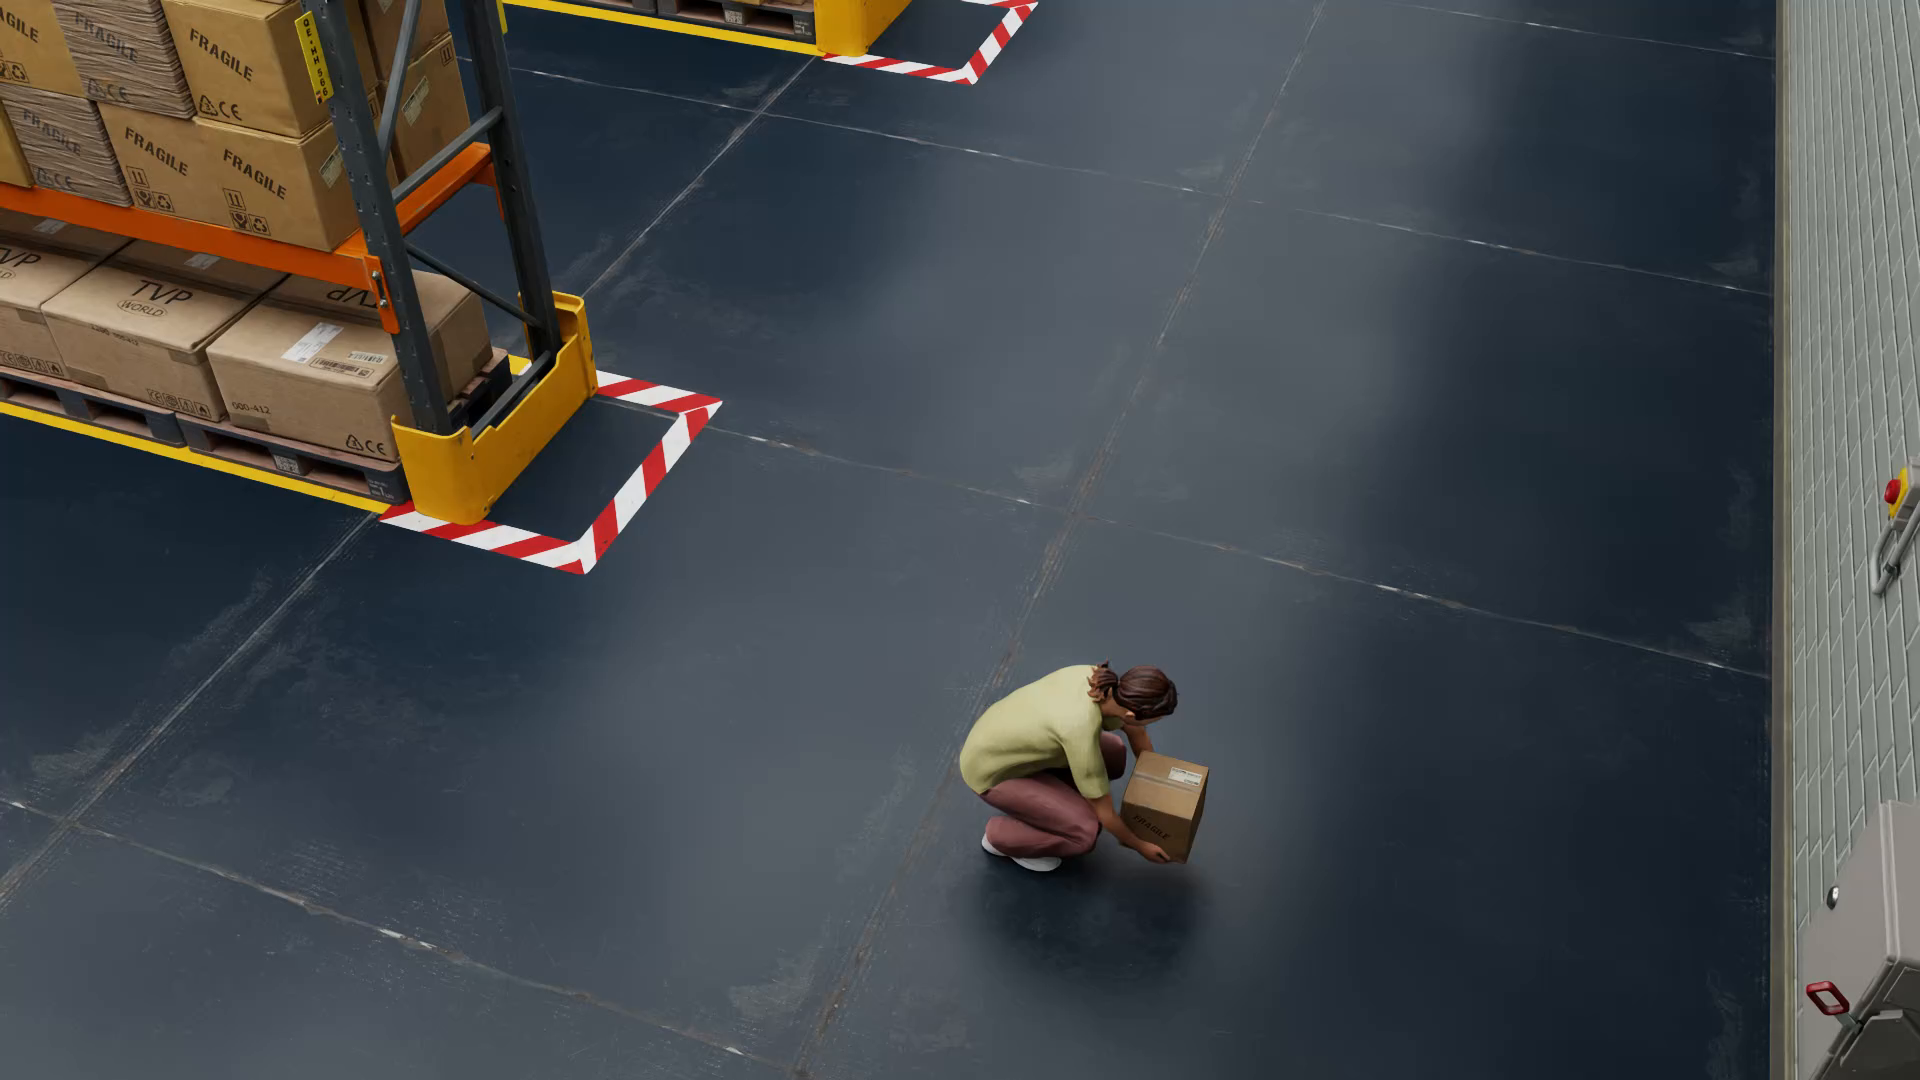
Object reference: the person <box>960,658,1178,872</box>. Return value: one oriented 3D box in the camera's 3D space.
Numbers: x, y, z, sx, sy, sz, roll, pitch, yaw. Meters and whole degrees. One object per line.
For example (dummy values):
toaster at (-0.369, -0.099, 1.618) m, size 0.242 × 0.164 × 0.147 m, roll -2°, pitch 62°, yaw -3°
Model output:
person at (0.406, 0.765, 5.867) m, size 0.805 × 0.929 × 0.490 m, roll 14°, pitch 43°, yaw 15°
